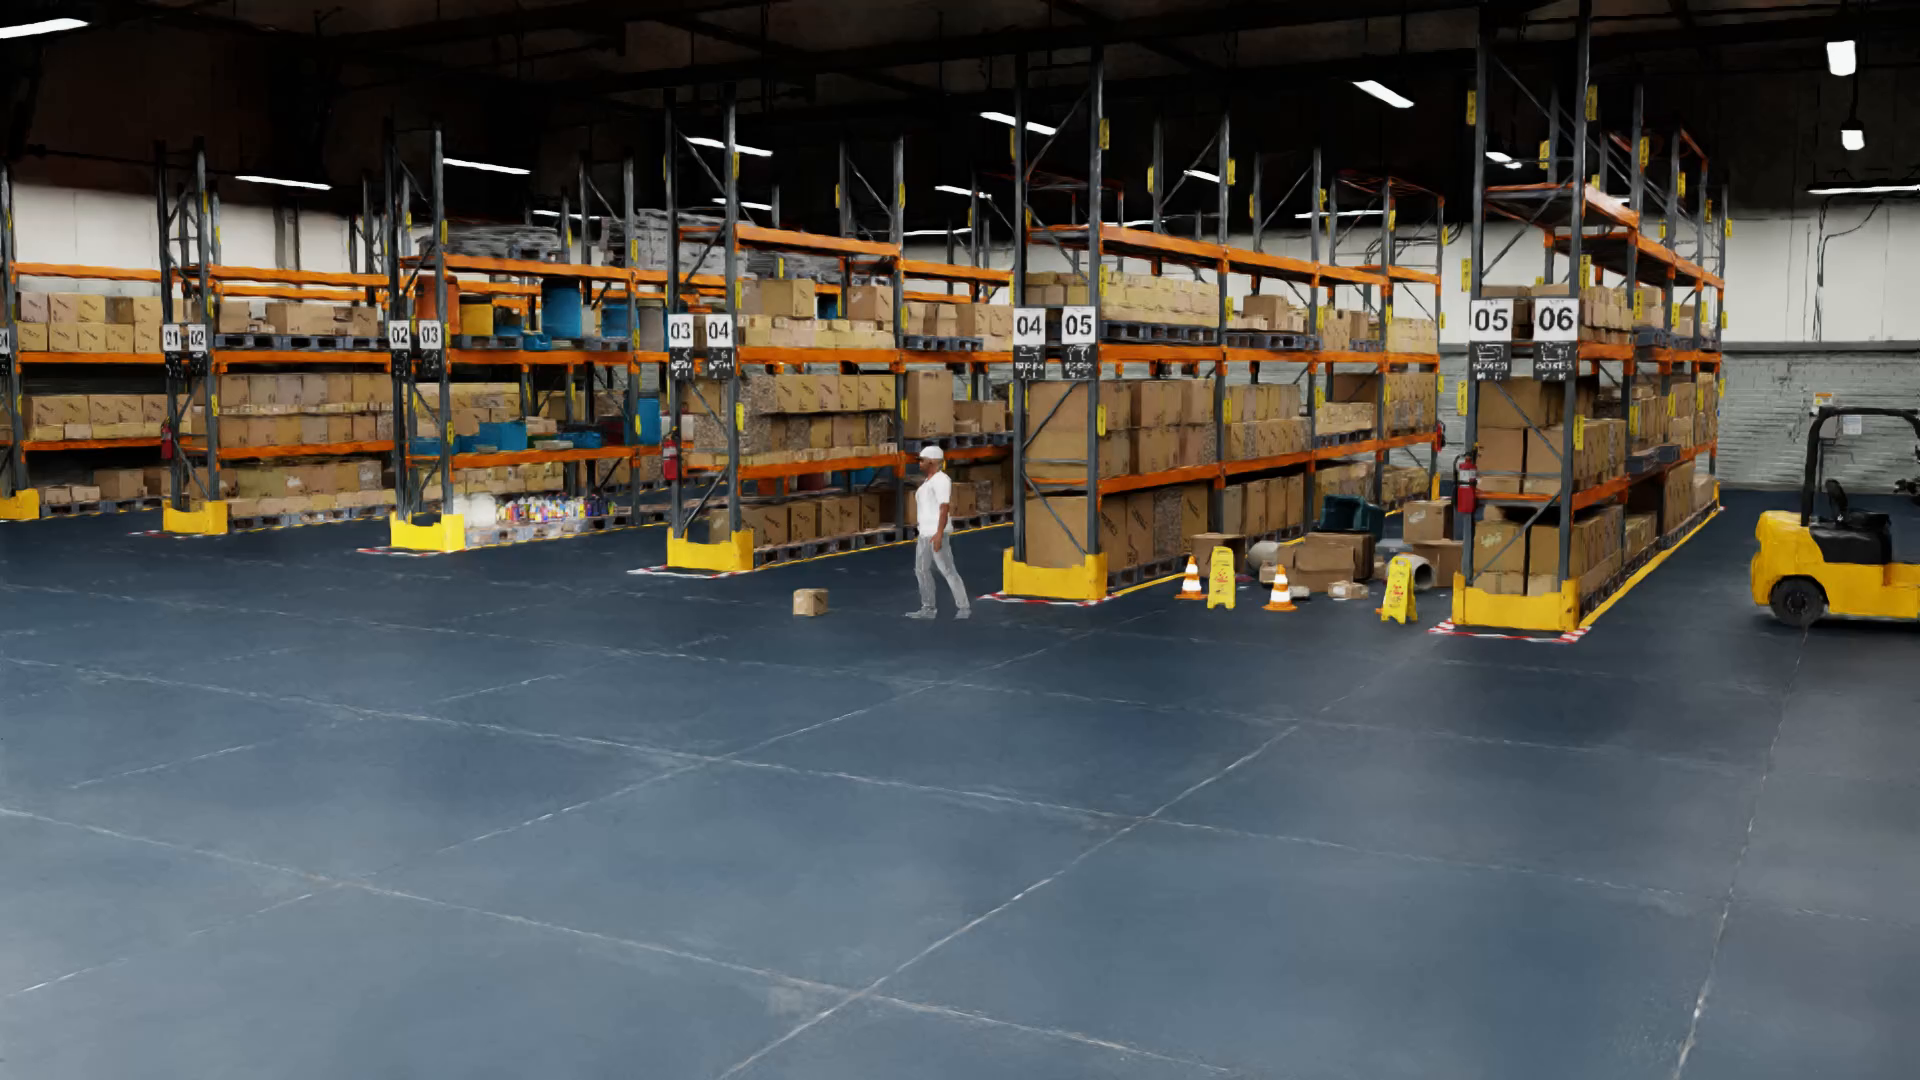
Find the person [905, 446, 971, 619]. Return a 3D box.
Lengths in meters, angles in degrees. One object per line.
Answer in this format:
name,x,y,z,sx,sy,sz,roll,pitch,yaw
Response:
person,-0.218,-0.076,16.794,0.630,1.754,0.655,-2,6,-19
